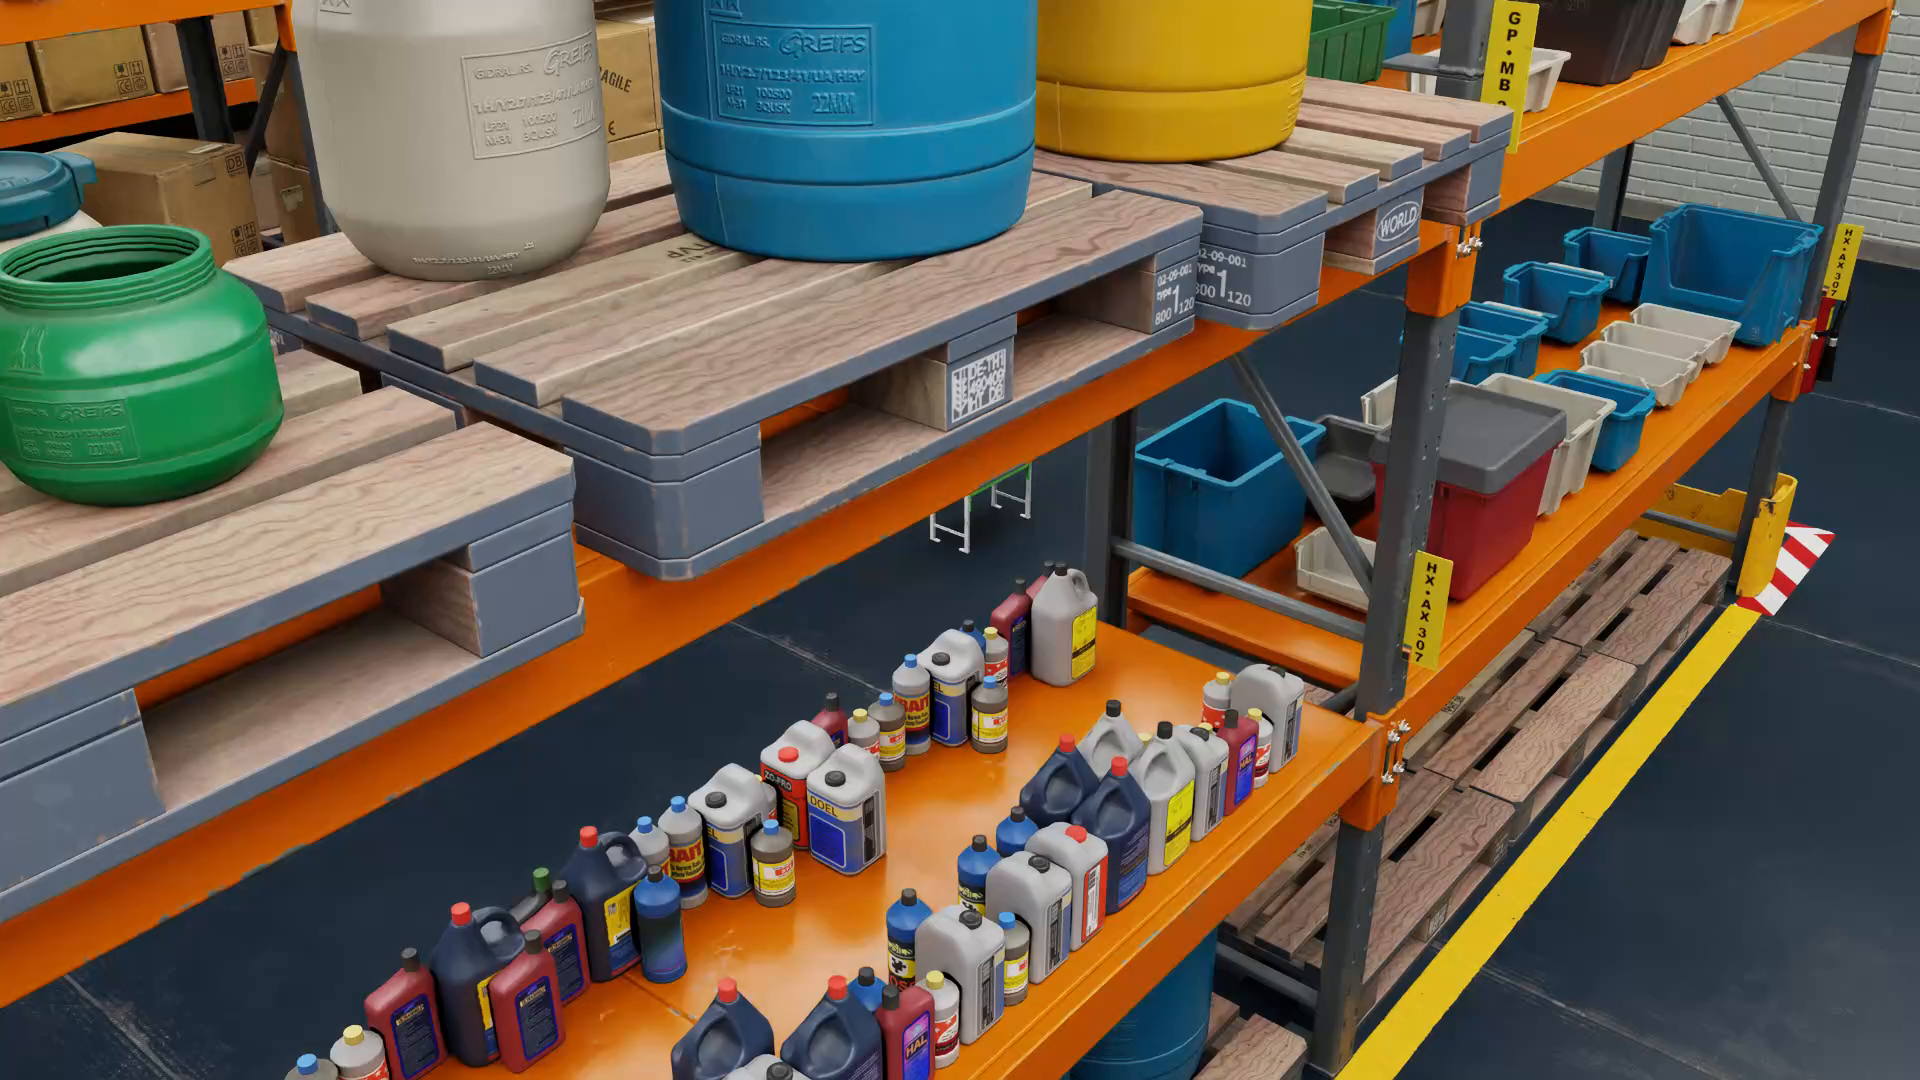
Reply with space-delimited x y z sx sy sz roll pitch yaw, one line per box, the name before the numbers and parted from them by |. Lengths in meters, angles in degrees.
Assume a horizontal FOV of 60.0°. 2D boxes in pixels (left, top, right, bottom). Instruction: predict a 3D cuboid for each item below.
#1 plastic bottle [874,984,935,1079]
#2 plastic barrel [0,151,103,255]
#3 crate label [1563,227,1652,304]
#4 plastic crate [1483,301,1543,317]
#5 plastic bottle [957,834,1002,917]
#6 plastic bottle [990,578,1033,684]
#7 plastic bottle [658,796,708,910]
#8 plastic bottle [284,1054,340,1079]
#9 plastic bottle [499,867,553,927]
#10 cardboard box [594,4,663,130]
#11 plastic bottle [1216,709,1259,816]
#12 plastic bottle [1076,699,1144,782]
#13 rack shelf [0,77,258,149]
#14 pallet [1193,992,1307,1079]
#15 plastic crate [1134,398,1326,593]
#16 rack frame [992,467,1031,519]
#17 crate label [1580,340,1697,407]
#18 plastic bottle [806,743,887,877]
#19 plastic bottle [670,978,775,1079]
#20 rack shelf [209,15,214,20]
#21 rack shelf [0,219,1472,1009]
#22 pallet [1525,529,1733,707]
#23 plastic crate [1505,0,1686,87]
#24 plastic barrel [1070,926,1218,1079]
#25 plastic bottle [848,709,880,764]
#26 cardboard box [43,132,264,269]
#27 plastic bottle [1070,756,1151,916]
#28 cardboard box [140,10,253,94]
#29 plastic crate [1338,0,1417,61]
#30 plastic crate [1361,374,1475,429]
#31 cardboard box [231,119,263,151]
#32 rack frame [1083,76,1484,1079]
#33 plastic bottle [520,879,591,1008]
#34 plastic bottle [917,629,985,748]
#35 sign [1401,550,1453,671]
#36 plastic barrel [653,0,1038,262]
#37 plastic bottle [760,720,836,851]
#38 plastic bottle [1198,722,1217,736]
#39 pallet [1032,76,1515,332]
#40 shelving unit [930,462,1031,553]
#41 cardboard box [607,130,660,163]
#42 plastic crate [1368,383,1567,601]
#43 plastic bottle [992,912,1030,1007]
plastic bottle | -0.109 0.967 3.244 0.061 0.283 0.133 21 34 34
plastic barrel | -1.185 -0.315 2.023 0.301 0.262 0.301 0 27 0
crate label | 2.924 -1.232 7.484 0.416 0.233 0.303 21 34 34
plastic crate | 2.224 -0.859 6.868 0.250 0.136 0.298 21 34 34
plastic bottle | 0.042 0.765 3.647 0.097 0.271 0.097 0 27 0
plastic bottle | 0.143 0.252 4.626 0.061 0.283 0.133 21 34 34
plastic bottle | -0.629 0.701 3.771 0.097 0.271 0.097 0 27 0
plastic bottle | -1.220 1.061 3.151 0.097 0.201 0.097 0 27 0
plastic bottle | -0.896 0.831 3.506 0.061 0.283 0.133 21 34 34
cardboard box | -1.530 -2.424 8.474 0.500 0.500 0.500 22 35 36
plastic bottle | 0.677 0.529 4.091 0.061 0.283 0.133 21 34 34
plastic bottle | 0.347 0.548 3.979 0.144 0.351 0.185 21 34 34
rack shelf | -5.582 -3.138 11.834 1.077 0.370 4.000 21 34 34
pallet | 0.267 1.647 4.836 1.003 0.211 1.213 21 34 34
plastic crate | 0.824 -0.138 5.204 0.392 0.384 0.575 21 34 34
rack frame | 0.261 -0.678 8.255 0.240 1.200 0.015 21 34 34
crate label | 2.602 -0.634 6.433 0.396 0.136 0.243 21 34 34
plastic bottle | -0.270 0.628 3.907 0.152 0.276 0.135 21 34 34
plastic bottle | -0.445 0.984 3.136 0.144 0.351 0.185 21 34 34
rack shelf | -1.757 -3.024 8.349 1.077 0.370 4.000 21 34 34
rack shelf | -0.482 -0.157 2.806 1.077 0.370 4.000 21 34 34
pallet | 2.780 0.249 7.540 1.003 0.211 1.213 21 34 34
plastic crate | 1.792 -1.487 4.738 0.497 0.269 0.590 21 34 34
plastic barrel | 0.431 1.081 4.723 0.600 0.901 0.708 21 34 34
plastic bottle | -0.249 0.520 4.196 0.097 0.201 0.097 0 27 0
cardboard box | -3.503 -1.430 7.184 0.700 0.500 0.500 9 29 18
plastic bottle | 0.341 0.656 3.771 0.144 0.351 0.185 21 34 34
cardboard box | -5.573 -3.587 11.593 0.980 0.700 0.700 19 33 32
plastic crate | 1.123 -1.527 4.855 0.416 0.233 0.300 21 34 34
plastic crate | 1.666 -0.468 6.111 0.293 0.136 0.466 21 34 34
cardboard box | -5.395 -2.997 12.337 0.380 0.149 0.250 21 34 35
rack frame | 0.790 0.147 4.701 1.000 3.000 0.127 21 34 34
plastic bottle | -0.849 0.849 3.472 0.061 0.283 0.133 21 34 34
plastic bottle | -0.031 0.385 4.377 0.152 0.276 0.135 21 34 34
sign | 1.214 0.186 4.325 0.100 0.325 0.005 21 34 34
plastic barrel | -0.177 -0.944 2.544 0.600 0.901 0.708 21 34 34
plastic bottle | -0.387 0.583 3.993 0.152 0.276 0.135 21 34 34
plastic bottle | 0.605 0.548 4.142 0.097 0.201 0.097 0 27 0
pallet | 0.367 -0.795 3.463 1.213 0.211 1.003 21 34 34
shelving unit | 0.105 -0.592 8.088 0.258 1.200 0.503 21 34 34
cardboard box | -1.852 -1.807 8.369 0.500 0.500 0.500 21 34 34
plastic crate | 1.552 -0.151 5.143 0.402 0.464 0.583 21 34 34
plastic bottle | 0.098 0.875 3.511 0.097 0.201 0.097 0 27 0
